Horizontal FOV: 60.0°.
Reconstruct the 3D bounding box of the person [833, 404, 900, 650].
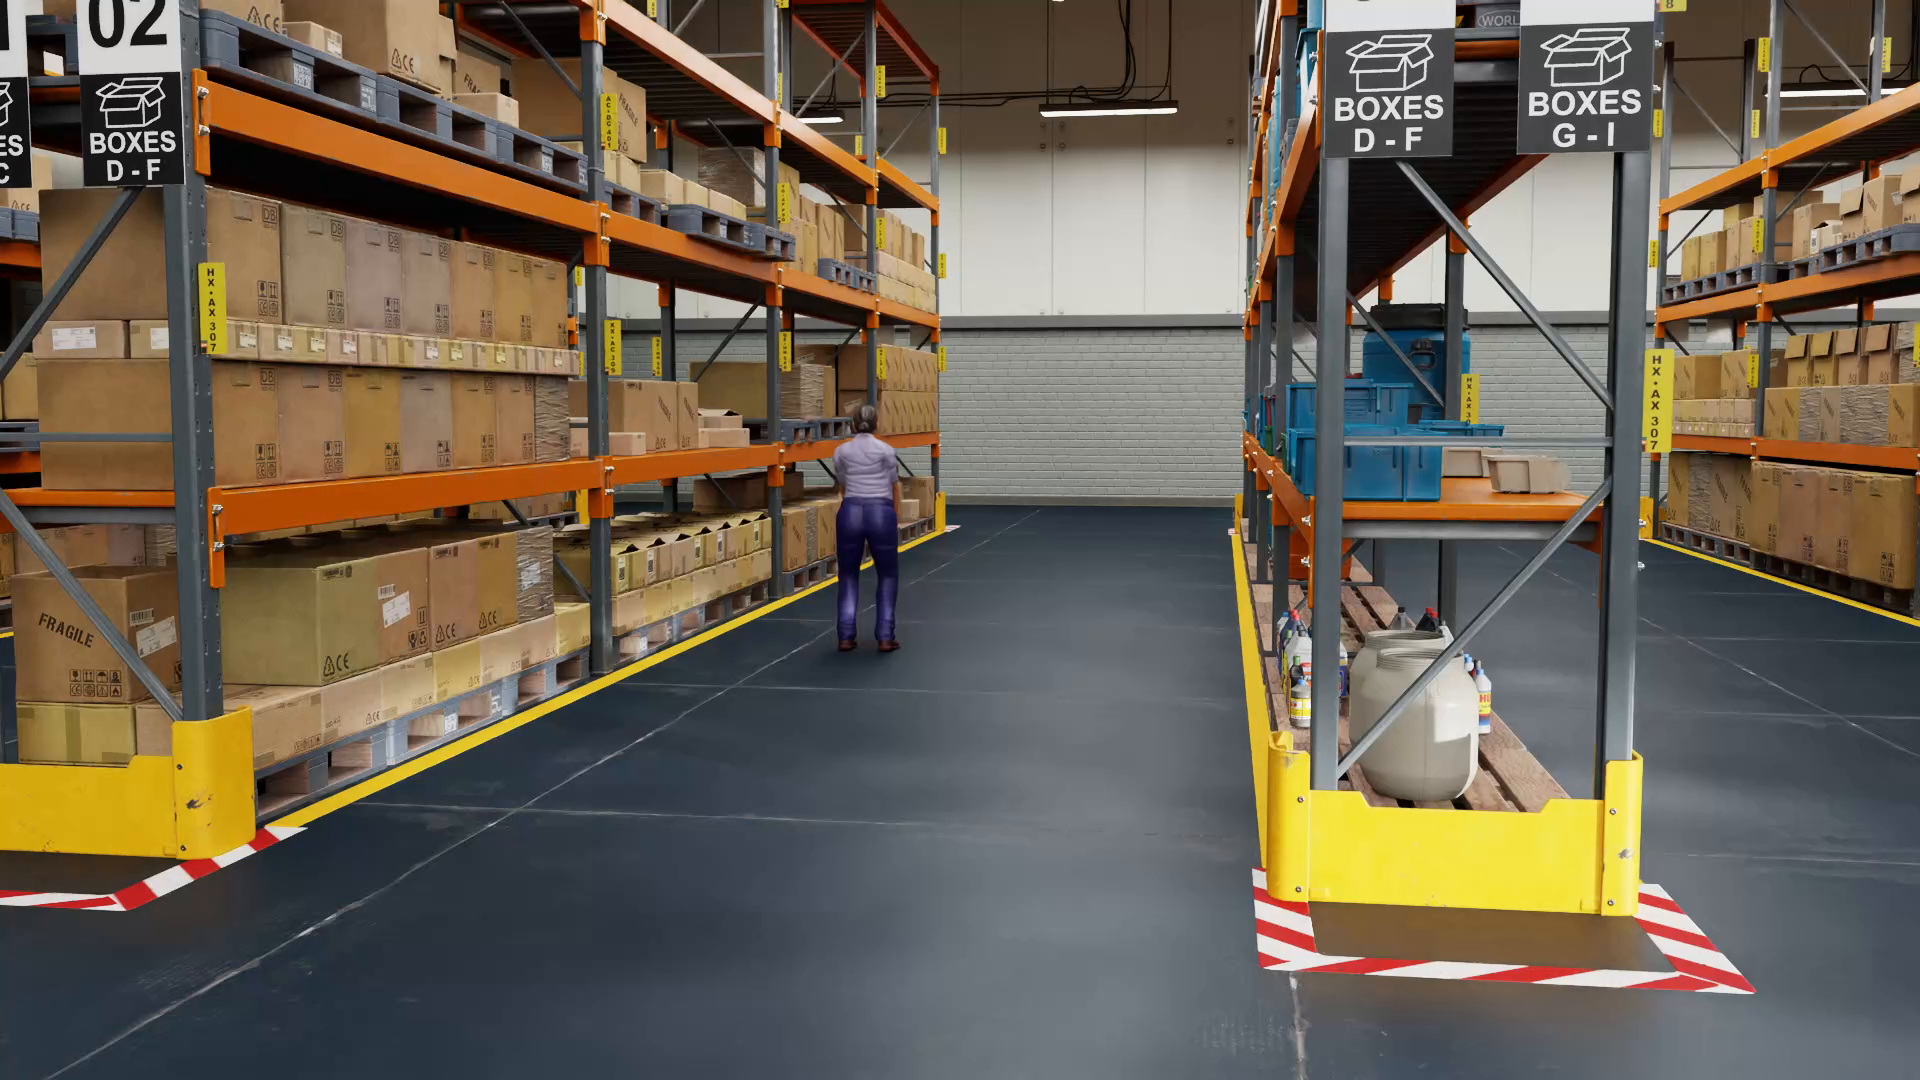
[{"bbox_3d":[-0.617,-0.087,11.166,0.435,1.644,0.540,1,5,8],"label":"person"}]
